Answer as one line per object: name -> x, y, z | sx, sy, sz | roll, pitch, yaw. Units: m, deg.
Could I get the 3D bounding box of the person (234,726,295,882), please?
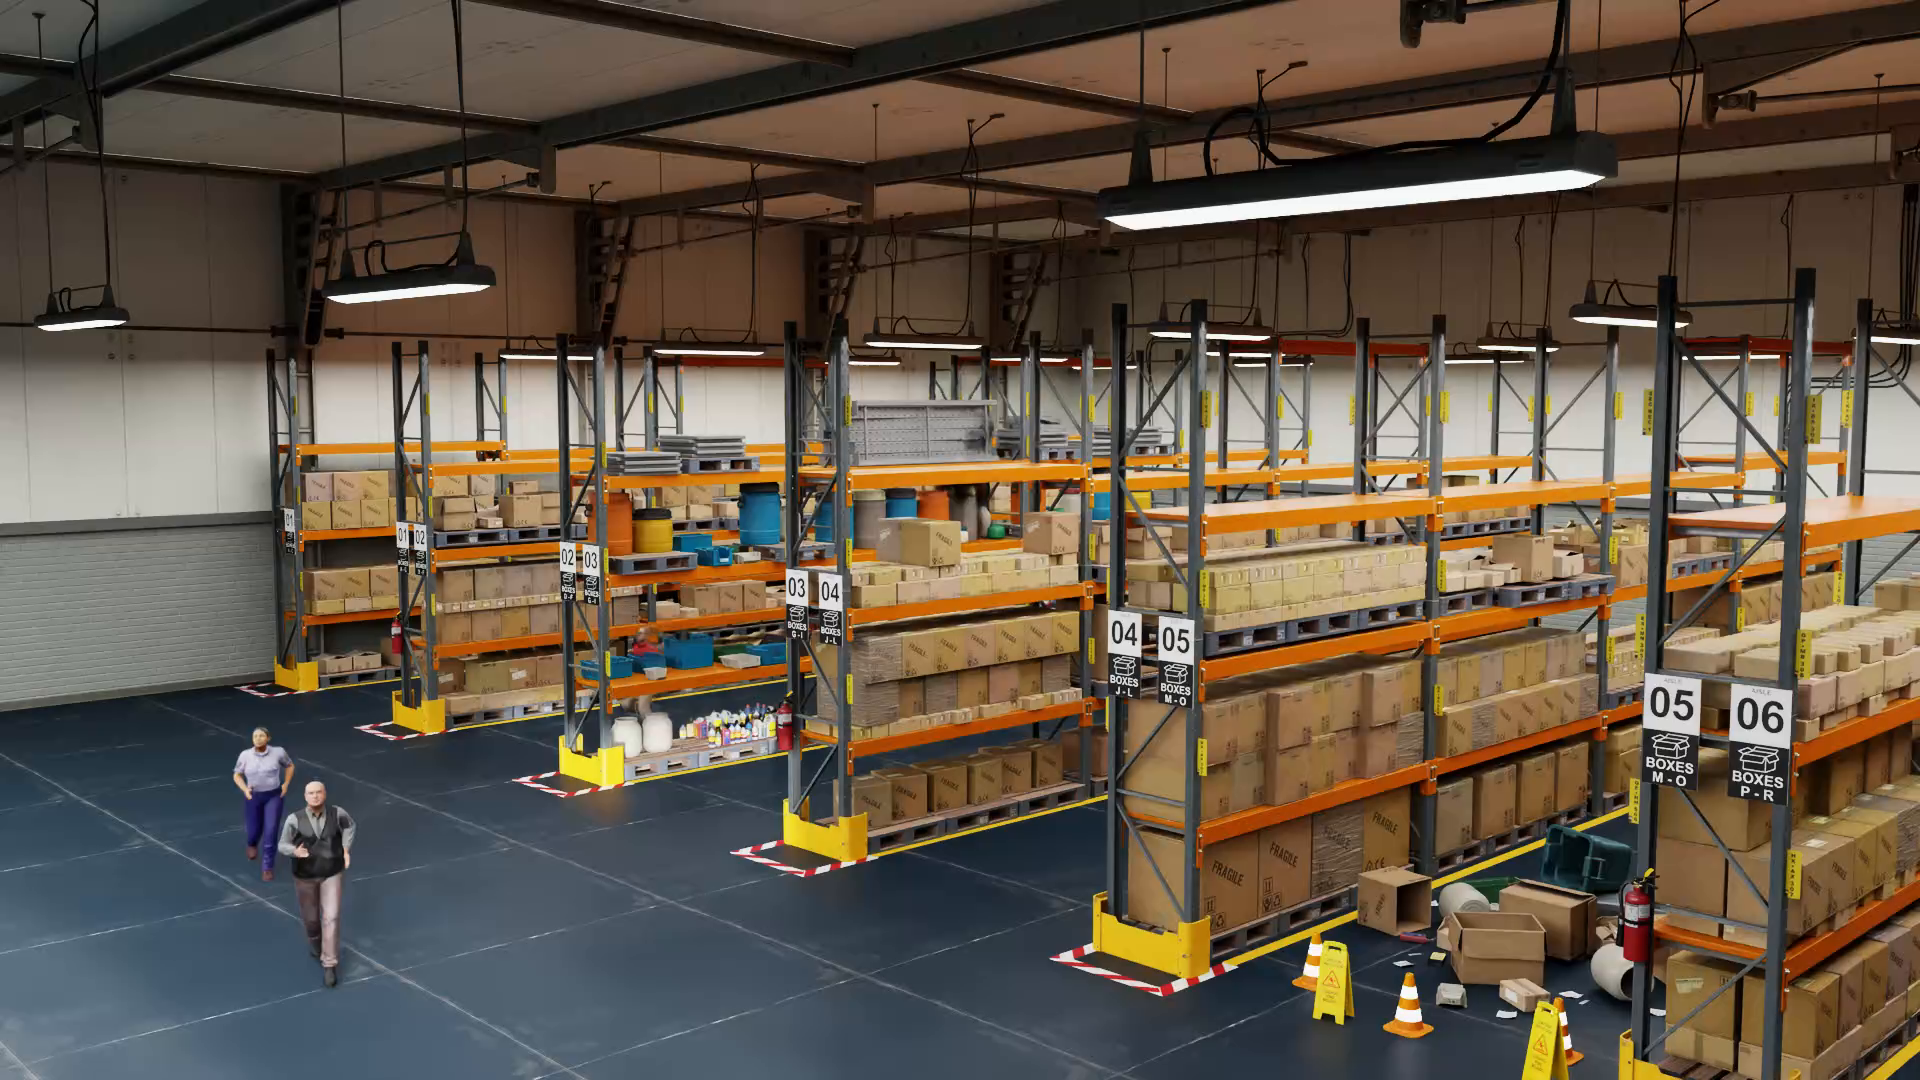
person -> -7.522, 2.816, 18.008 | 0.613, 1.641, 0.767 | -2, 5, -20

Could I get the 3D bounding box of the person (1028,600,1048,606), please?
person -> 1.391, 1.506, 32.209 | 0.679, 1.813, 0.776 | 3, 6, 32

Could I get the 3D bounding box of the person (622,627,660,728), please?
person -> -4.835, 2.153, 25.119 | 0.664, 1.671, 0.590 | 4, 6, 37

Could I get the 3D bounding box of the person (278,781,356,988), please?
person -> -5.711, 3.002, 14.806 | 0.657, 1.726, 0.949 | -2, 5, -21
